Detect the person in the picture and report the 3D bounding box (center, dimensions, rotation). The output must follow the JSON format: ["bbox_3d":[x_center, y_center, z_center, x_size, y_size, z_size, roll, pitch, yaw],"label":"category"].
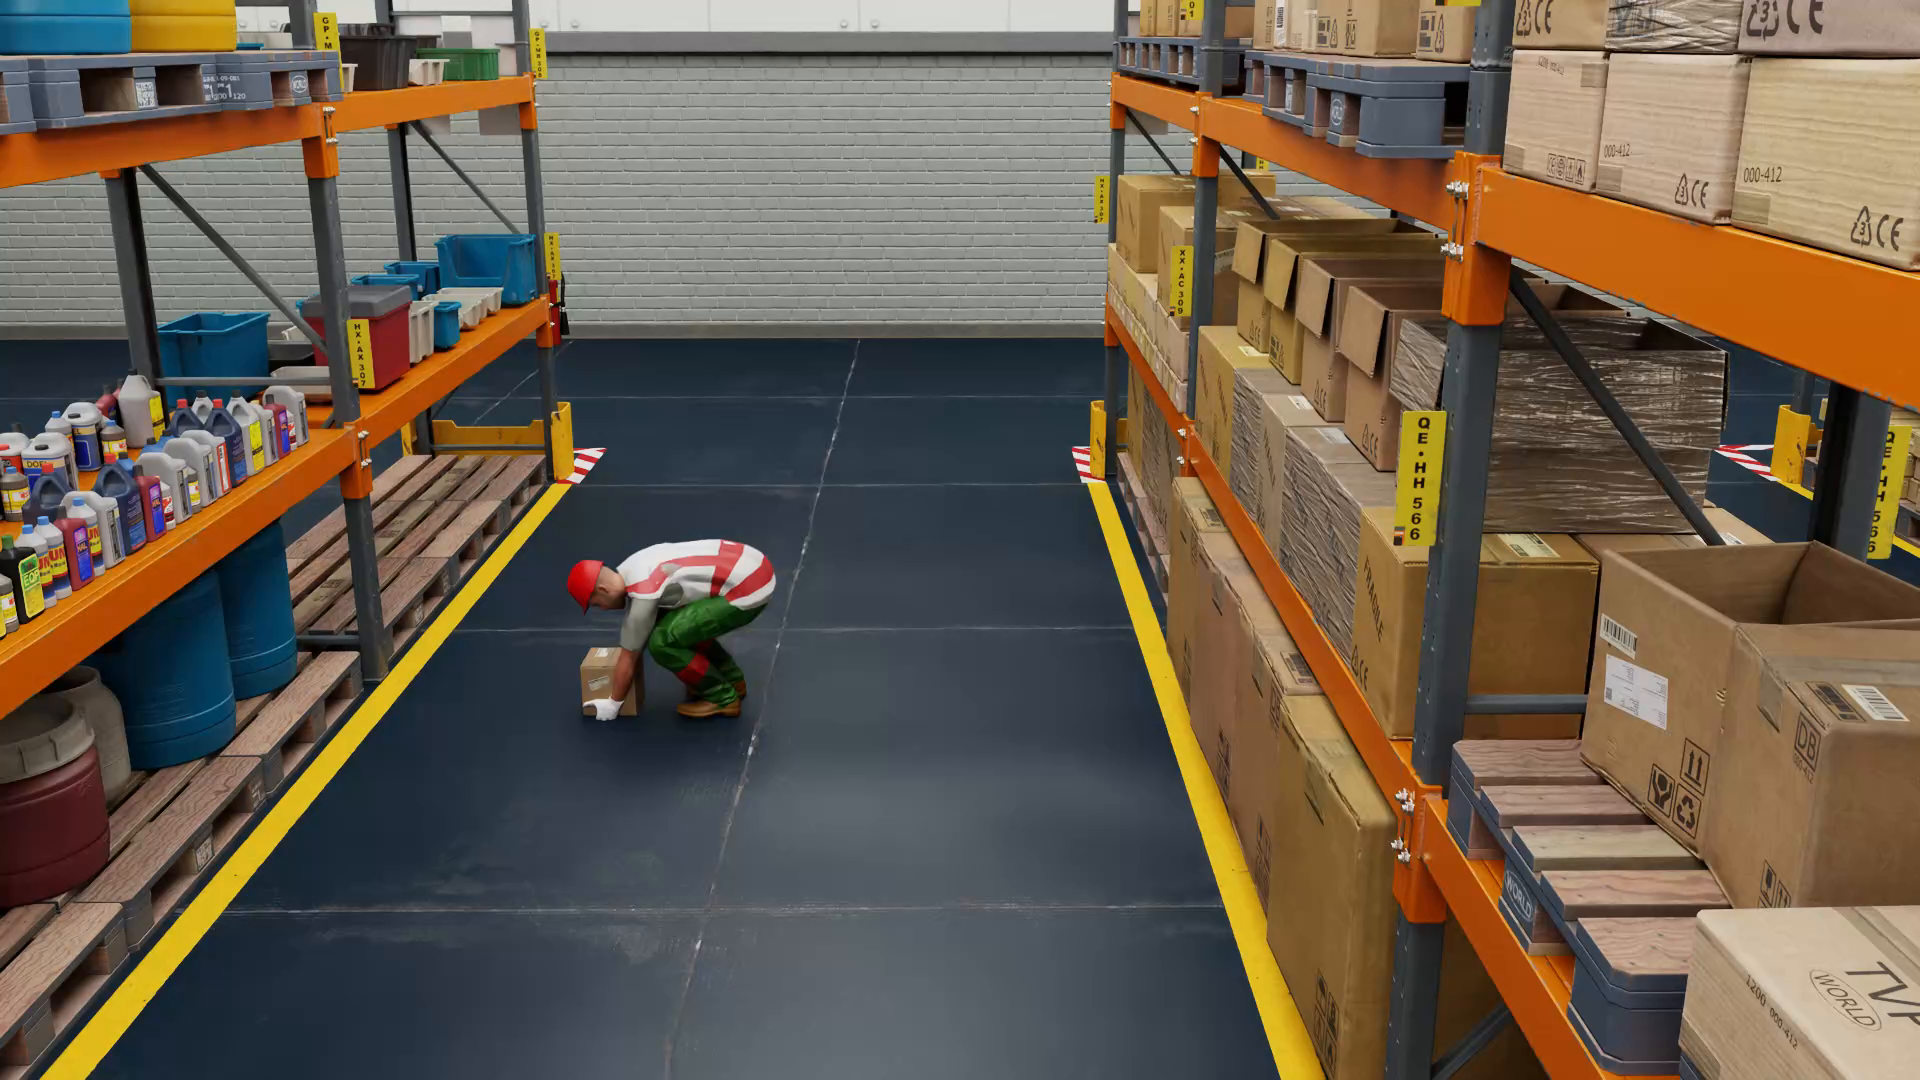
[{"bbox_3d":[-1.347,0.419,7.857,0.966,0.831,0.527,-1,17,-2],"label":"person"}]
